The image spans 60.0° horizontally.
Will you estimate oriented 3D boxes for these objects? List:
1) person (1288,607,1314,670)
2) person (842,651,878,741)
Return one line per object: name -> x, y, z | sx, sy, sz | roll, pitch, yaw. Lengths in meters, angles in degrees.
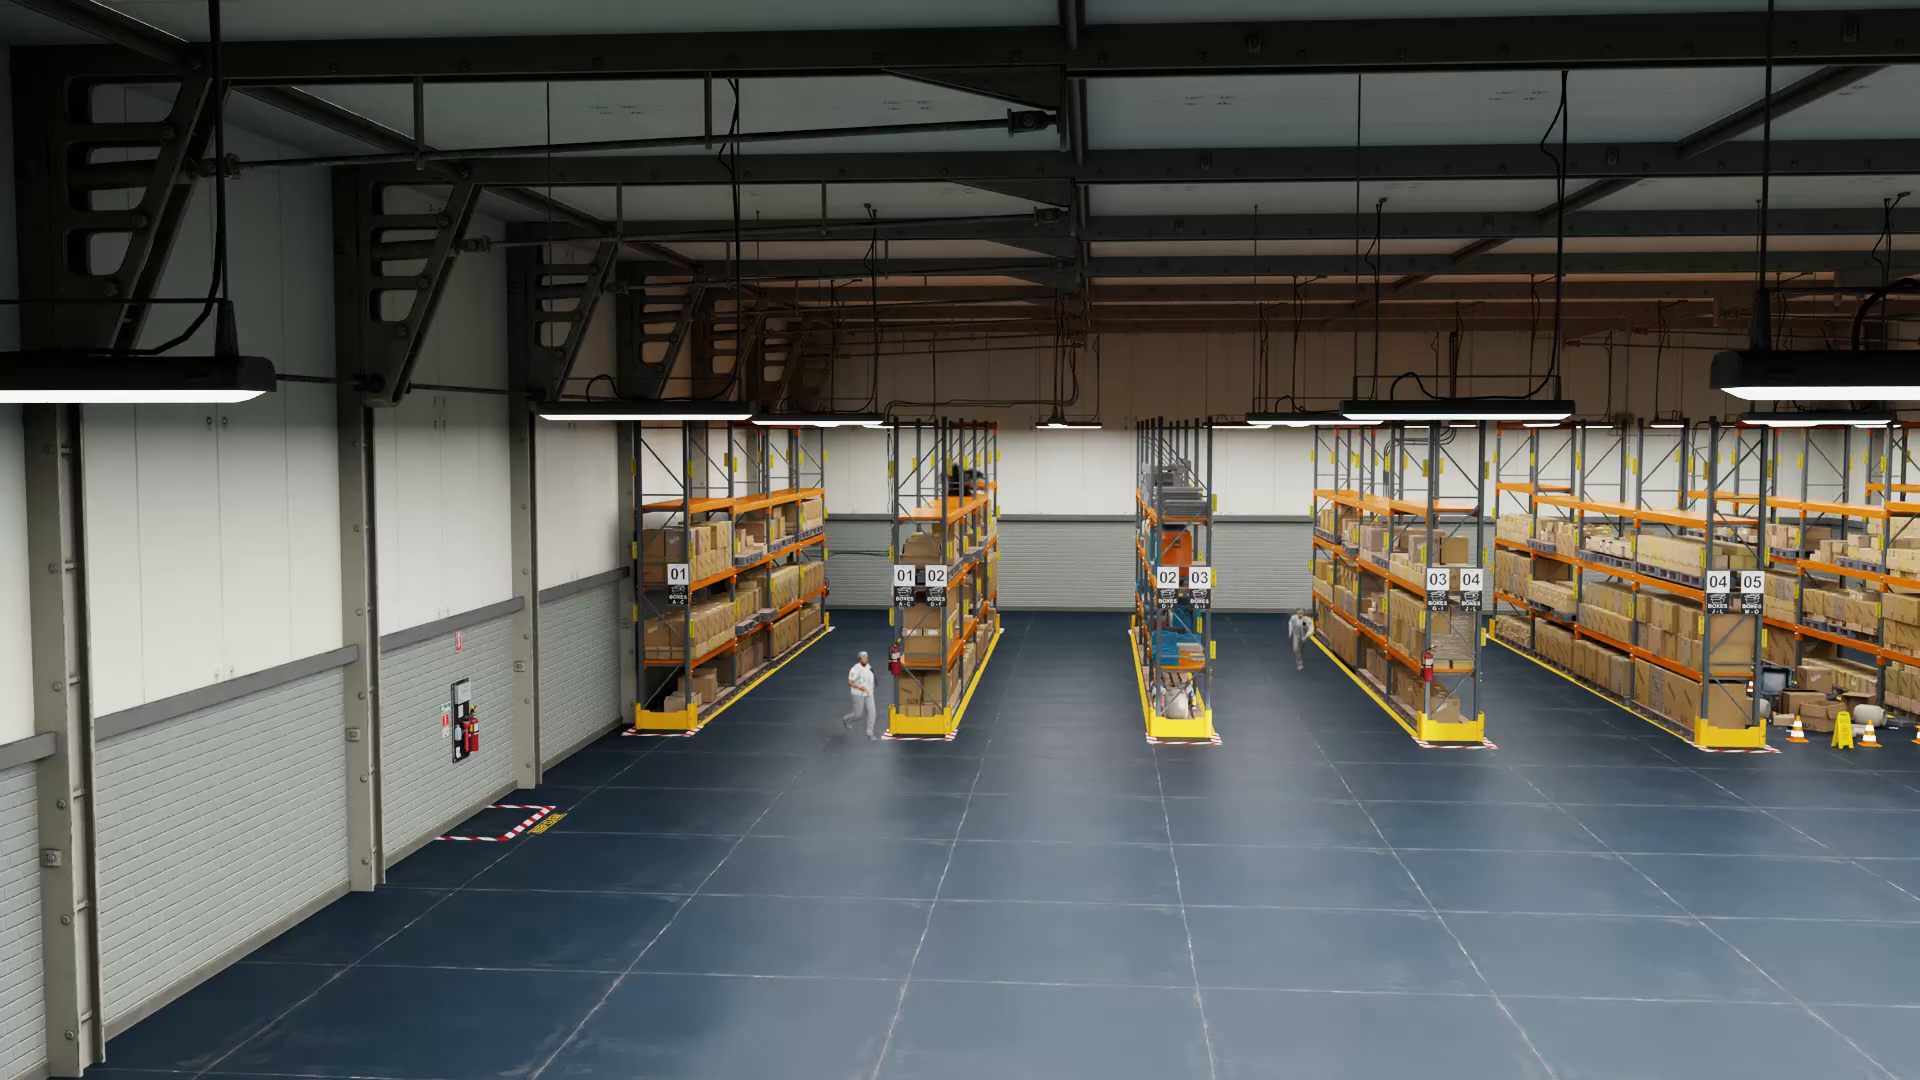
person -> 8.259, 2.350, 40.248 | 0.611, 1.516, 1.015 | 1, 4, 15
person -> -1.851, 2.887, 30.982 | 0.619, 1.645, 0.869 | -3, 5, -43
